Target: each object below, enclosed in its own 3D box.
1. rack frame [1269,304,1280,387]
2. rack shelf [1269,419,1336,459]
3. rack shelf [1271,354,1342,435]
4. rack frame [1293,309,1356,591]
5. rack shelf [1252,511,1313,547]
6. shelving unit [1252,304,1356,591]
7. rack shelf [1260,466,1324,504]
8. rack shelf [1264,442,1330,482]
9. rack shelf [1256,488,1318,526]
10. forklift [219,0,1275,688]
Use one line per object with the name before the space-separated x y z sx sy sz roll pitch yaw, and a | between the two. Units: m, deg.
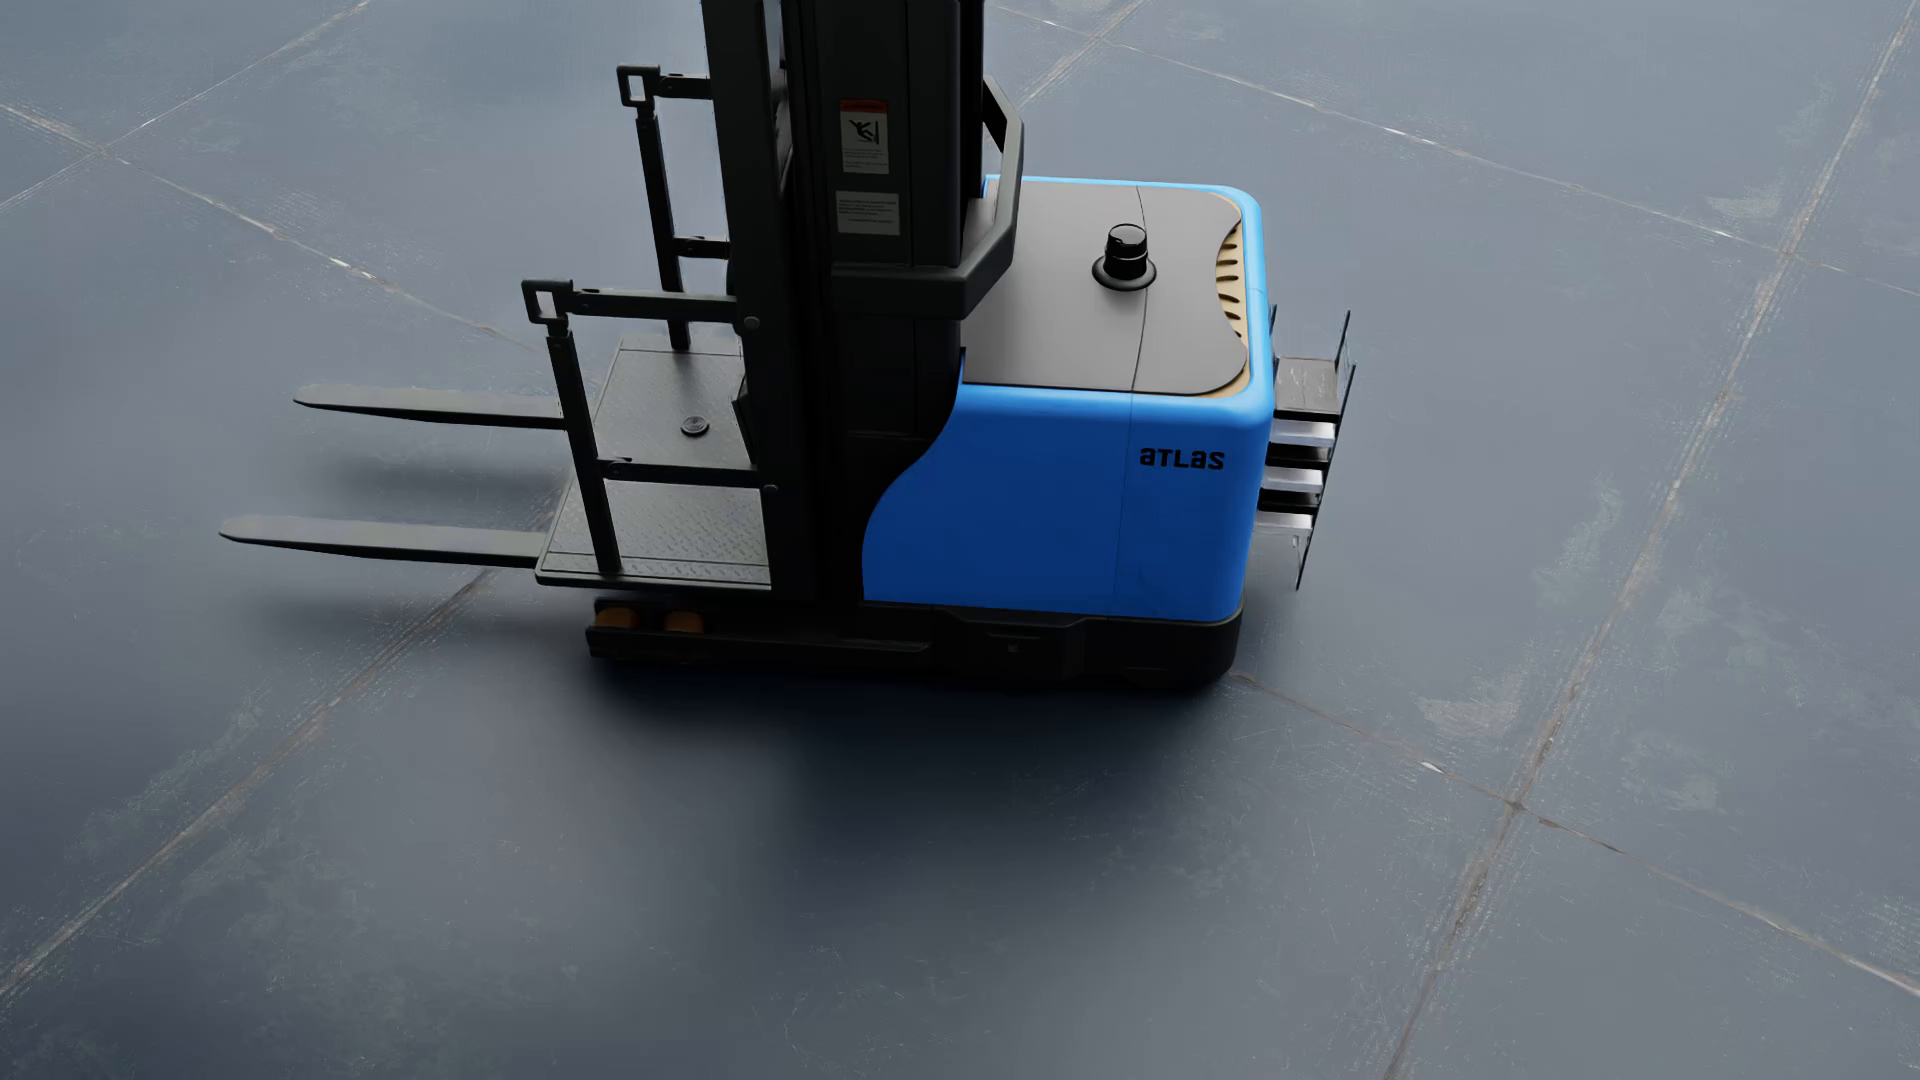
rack frame | 0.855 -0.260 4.870 0.006 0.900 0.240 5 46 3
rack shelf | 0.961 -0.353 4.760 0.200 0.077 0.258 5 46 3
rack shelf | 0.963 -0.416 4.696 0.200 0.077 0.258 5 46 3
rack frame | 1.058 -0.243 4.861 0.006 0.900 0.240 5 46 3
rack shelf | 0.951 -0.103 5.019 0.200 0.077 0.258 5 46 3
shelving unit | 0.957 -0.251 4.866 0.210 0.900 0.258 5 46 3
rack shelf | 0.956 -0.228 4.890 0.200 0.077 0.258 5 46 3
rack shelf | 0.958 -0.291 4.825 0.200 0.077 0.258 5 46 3
rack shelf | 0.953 -0.166 4.954 0.200 0.077 0.258 5 46 3
forklift | -0.677 -1.029 4.210 3.031 2.935 1.130 4 46 3
